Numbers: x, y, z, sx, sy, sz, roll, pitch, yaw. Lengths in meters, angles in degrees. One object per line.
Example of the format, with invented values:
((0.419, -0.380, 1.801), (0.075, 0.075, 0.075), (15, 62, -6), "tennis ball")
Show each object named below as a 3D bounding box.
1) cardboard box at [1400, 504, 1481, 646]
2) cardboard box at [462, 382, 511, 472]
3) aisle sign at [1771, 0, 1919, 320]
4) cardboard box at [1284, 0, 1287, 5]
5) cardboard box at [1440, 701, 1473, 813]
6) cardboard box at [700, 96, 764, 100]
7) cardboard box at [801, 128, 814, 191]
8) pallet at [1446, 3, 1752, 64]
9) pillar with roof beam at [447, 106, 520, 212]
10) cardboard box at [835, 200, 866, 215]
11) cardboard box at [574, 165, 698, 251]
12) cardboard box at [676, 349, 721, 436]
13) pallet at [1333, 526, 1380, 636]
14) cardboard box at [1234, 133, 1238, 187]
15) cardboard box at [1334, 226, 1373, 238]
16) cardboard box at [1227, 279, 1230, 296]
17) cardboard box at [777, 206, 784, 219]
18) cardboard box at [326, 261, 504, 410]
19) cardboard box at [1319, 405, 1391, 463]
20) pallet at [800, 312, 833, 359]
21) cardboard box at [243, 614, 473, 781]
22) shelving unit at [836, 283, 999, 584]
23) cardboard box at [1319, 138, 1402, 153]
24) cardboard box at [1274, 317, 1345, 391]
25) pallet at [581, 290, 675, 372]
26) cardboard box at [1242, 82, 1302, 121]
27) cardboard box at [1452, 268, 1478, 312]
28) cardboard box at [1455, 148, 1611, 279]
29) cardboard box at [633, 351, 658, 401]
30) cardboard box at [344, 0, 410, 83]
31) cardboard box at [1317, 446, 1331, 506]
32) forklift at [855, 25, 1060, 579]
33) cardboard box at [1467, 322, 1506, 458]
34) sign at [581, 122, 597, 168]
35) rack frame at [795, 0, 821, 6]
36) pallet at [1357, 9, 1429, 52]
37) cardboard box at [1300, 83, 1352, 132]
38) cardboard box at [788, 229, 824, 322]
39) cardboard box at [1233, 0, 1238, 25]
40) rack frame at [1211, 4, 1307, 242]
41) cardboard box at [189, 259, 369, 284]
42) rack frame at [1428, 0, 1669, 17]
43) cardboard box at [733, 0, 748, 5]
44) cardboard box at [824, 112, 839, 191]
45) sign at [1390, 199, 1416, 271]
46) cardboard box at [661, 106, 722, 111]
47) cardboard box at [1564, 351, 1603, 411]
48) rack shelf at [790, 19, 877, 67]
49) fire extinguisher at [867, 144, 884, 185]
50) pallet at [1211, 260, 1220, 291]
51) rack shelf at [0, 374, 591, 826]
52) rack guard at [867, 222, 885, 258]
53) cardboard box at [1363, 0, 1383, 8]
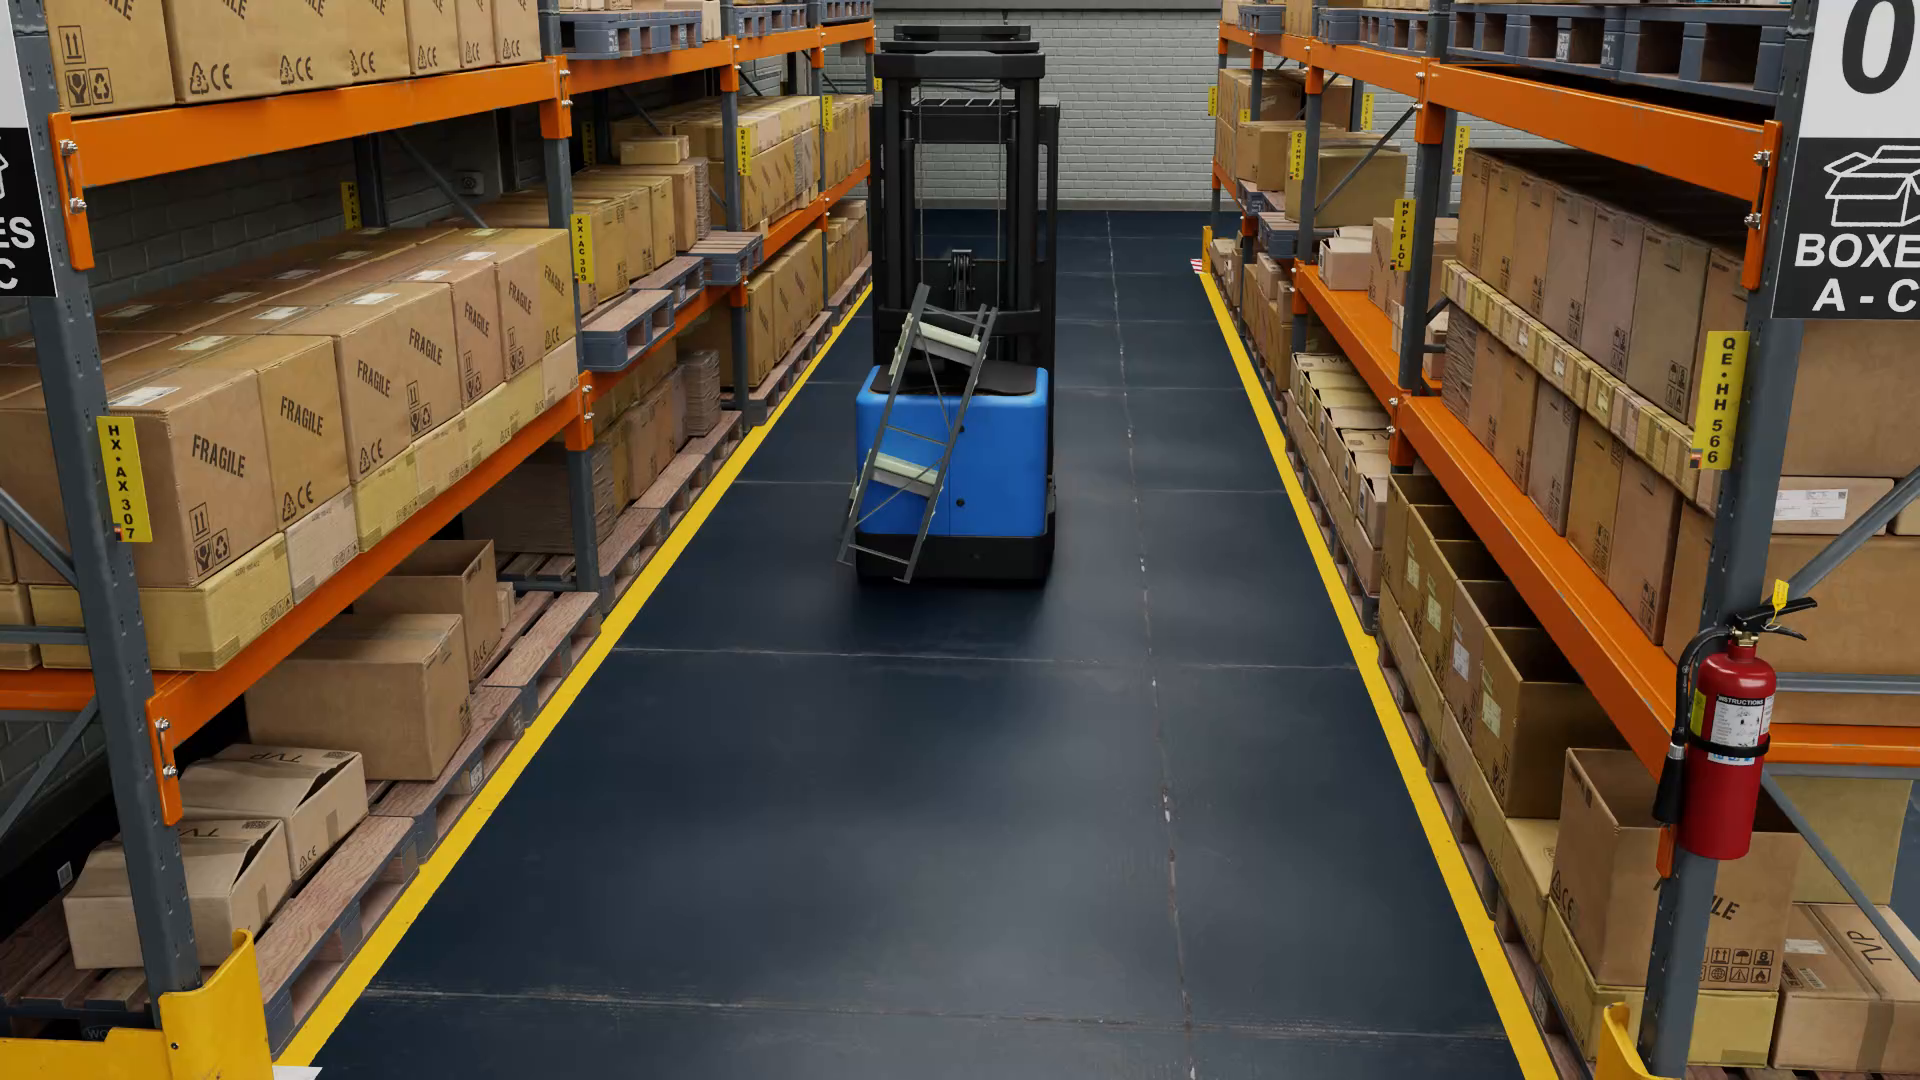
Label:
((2.213, 0.159, 7.157), (0.500, 0.500, 0.500), (1, 18, 4), "cardboard box")
((-2.151, -0.467, 6.739), (0.500, 0.250, 0.500), (1, 18, 4), "cardboard box")
((2.002, -0.863, 3.565), (0.394, 0.787, 0.004), (1, 18, 4), "aisle sign")
((3.025, -4.726, 13.715), (0.600, 0.600, 0.600), (1, 18, 3), "cardboard box")
((2.139, 0.826, 6.326), (0.500, 0.250, 0.500), (1, 18, 4), "cardboard box")
((-2.074, -3.896, 15.120), (0.500, 0.250, 0.500), (2, 18, 6), "cardboard box")
((-1.590, -3.369, 14.717), (0.500, 0.500, 0.500), (1, 18, 4), "cardboard box")
((2.551, -2.002, 6.540), (1.003, 0.211, 1.213), (1, 18, 4), "pallet")
((1.270, -4.606, 9.528), (9.100, 9.000, 0.400), (1, 18, 4), "pillar with roof beam")
((-1.273, -3.777, 18.930), (0.380, 0.149, 0.250), (1, 18, 3), "cardboard box")
((-2.105, -2.172, 10.867), (0.700, 0.500, 0.500), (0, 18, -1), "cardboard box")
((-2.068, -1.032, 11.564), (0.700, 0.500, 0.500), (2, 18, 5), "cardboard box")
((2.600, 0.211, 8.939), (1.003, 0.211, 1.213), (1, 18, 4), "pallet")
((2.975, -3.737, 16.351), (0.500, 0.500, 0.500), (2, 18, 5), "cardboard box")
((2.803, -1.972, 11.267), (0.500, 0.311, 0.500), (2, 18, 7), "cardboard box")
((2.885, -2.524, 16.681), (0.380, 0.149, 0.250), (1, 18, 4), "cardboard box")
((-1.689, -2.781, 13.965), (0.380, 0.149, 0.250), (2, 18, 6), "cardboard box")
((-2.157, -0.823, 6.622), (0.500, 0.500, 0.500), (1, 18, 2), "cardboard box")
((2.438, -0.648, 9.925), (0.500, 0.311, 0.500), (1, 18, 3), "cardboard box")
((-1.762, -1.912, 15.418), (1.003, 0.211, 1.213), (1, 18, 4), "pallet")
((-2.359, 0.611, 6.549), (0.700, 0.500, 0.500), (0, 18, 0), "cardboard box")
((-0.247, -0.596, 8.947), (0.431, 1.500, 0.755), (17, 8, -6), "shelving unit")
((3.062, -2.851, 12.973), (0.700, 0.500, 0.500), (5, 19, 14), "cardboard box")
((2.706, -1.443, 12.818), (0.500, 0.500, 0.500), (2, 18, 6), "cardboard box")
((-2.155, -1.136, 8.882), (1.003, 0.211, 1.213), (1, 18, 4), "pallet")
((2.938, -4.054, 15.712), (0.500, 0.500, 0.500), (1, 18, 4), "cardboard box")
((2.356, -1.083, 7.208), (0.380, 0.149, 0.250), (2, 18, 5), "cardboard box")
((2.561, -1.410, 7.165), (0.700, 0.500, 0.500), (1, 18, 4), "cardboard box")
((-2.203, -1.053, 10.423), (0.500, 0.250, 0.500), (1, 18, 4), "cardboard box")
((-2.244, -1.826, 5.669), (0.500, 0.500, 0.500), (2, 18, 7), "cardboard box")
((2.439, -0.386, 10.026), (0.500, 0.250, 0.500), (2, 18, 5), "cardboard box")
((0.040, -1.589, 10.064), (1.130, 2.935, 3.031), (1, 18, 3), "forklift")
((2.529, -0.630, 6.867), (0.700, 0.500, 0.500), (1, 18, 3), "cardboard box")
((-2.622, -2.797, 11.784), (0.100, 0.325, 0.005), (1, 18, 4), "sign")
((-1.782, -6.329, 14.786), (1.000, 3.000, 0.127), (1, 18, 4), "rack frame")
((2.836, -2.902, 9.448), (1.003, 0.211, 1.213), (2, 18, 6), "pallet")
((3.474, -4.031, 15.643), (0.500, 0.500, 0.500), (2, 18, 5), "cardboard box")
((-1.699, -2.451, 15.365), (0.750, 0.750, 0.750), (1, 18, 5), "cardboard box")
((3.043, -5.346, 16.843), (0.500, 0.250, 0.500), (1, 18, 4), "cardboard box")
((3.446, -4.611, 19.178), (1.000, 3.000, 0.127), (1, 18, 4), "rack frame")
((-2.679, -0.832, 6.648), (0.500, 0.500, 0.500), (2, 18, 5), "cardboard box")
((2.586, -3.735, 6.870), (1.000, 3.000, 0.127), (1, 18, 4), "rack frame")
((-2.053, -4.407, 12.871), (0.700, 0.500, 0.500), (2, 18, 7), "cardboard box")
((-1.726, -3.789, 16.187), (0.980, 0.700, 0.700), (2, 18, 5), "cardboard box")
((2.044, -1.406, 7.664), (0.100, 0.325, 0.005), (1, 18, 4), "sign")
((-2.178, -3.415, 13.654), (0.500, 0.250, 0.500), (1, 18, 3), "cardboard box")
((2.228, -0.523, 5.498), (0.380, 0.149, 0.250), (2, 18, 5), "cardboard box")
((-1.638, -5.183, 17.261), (1.077, 0.370, 4.000), (1, 18, 4), "rack shelf")
((-1.024, -4.543, 19.693), (0.296, 0.674, 0.183), (1, 18, 4), "fire extinguisher")
((3.385, -3.015, 18.784), (1.003, 0.211, 1.213), (1, 18, 4), "pallet")
((-2.499, -0.030, 6.354), (1.077, 0.370, 4.000), (1, 18, 4), "rack shelf")
((-1.493, -3.540, 19.924), (1.175, 0.500, 0.348), (1, 18, 4), "rack guard")
((2.896, -3.538, 10.652), (0.500, 0.250, 0.500), (0, 18, 0), "cardboard box")
